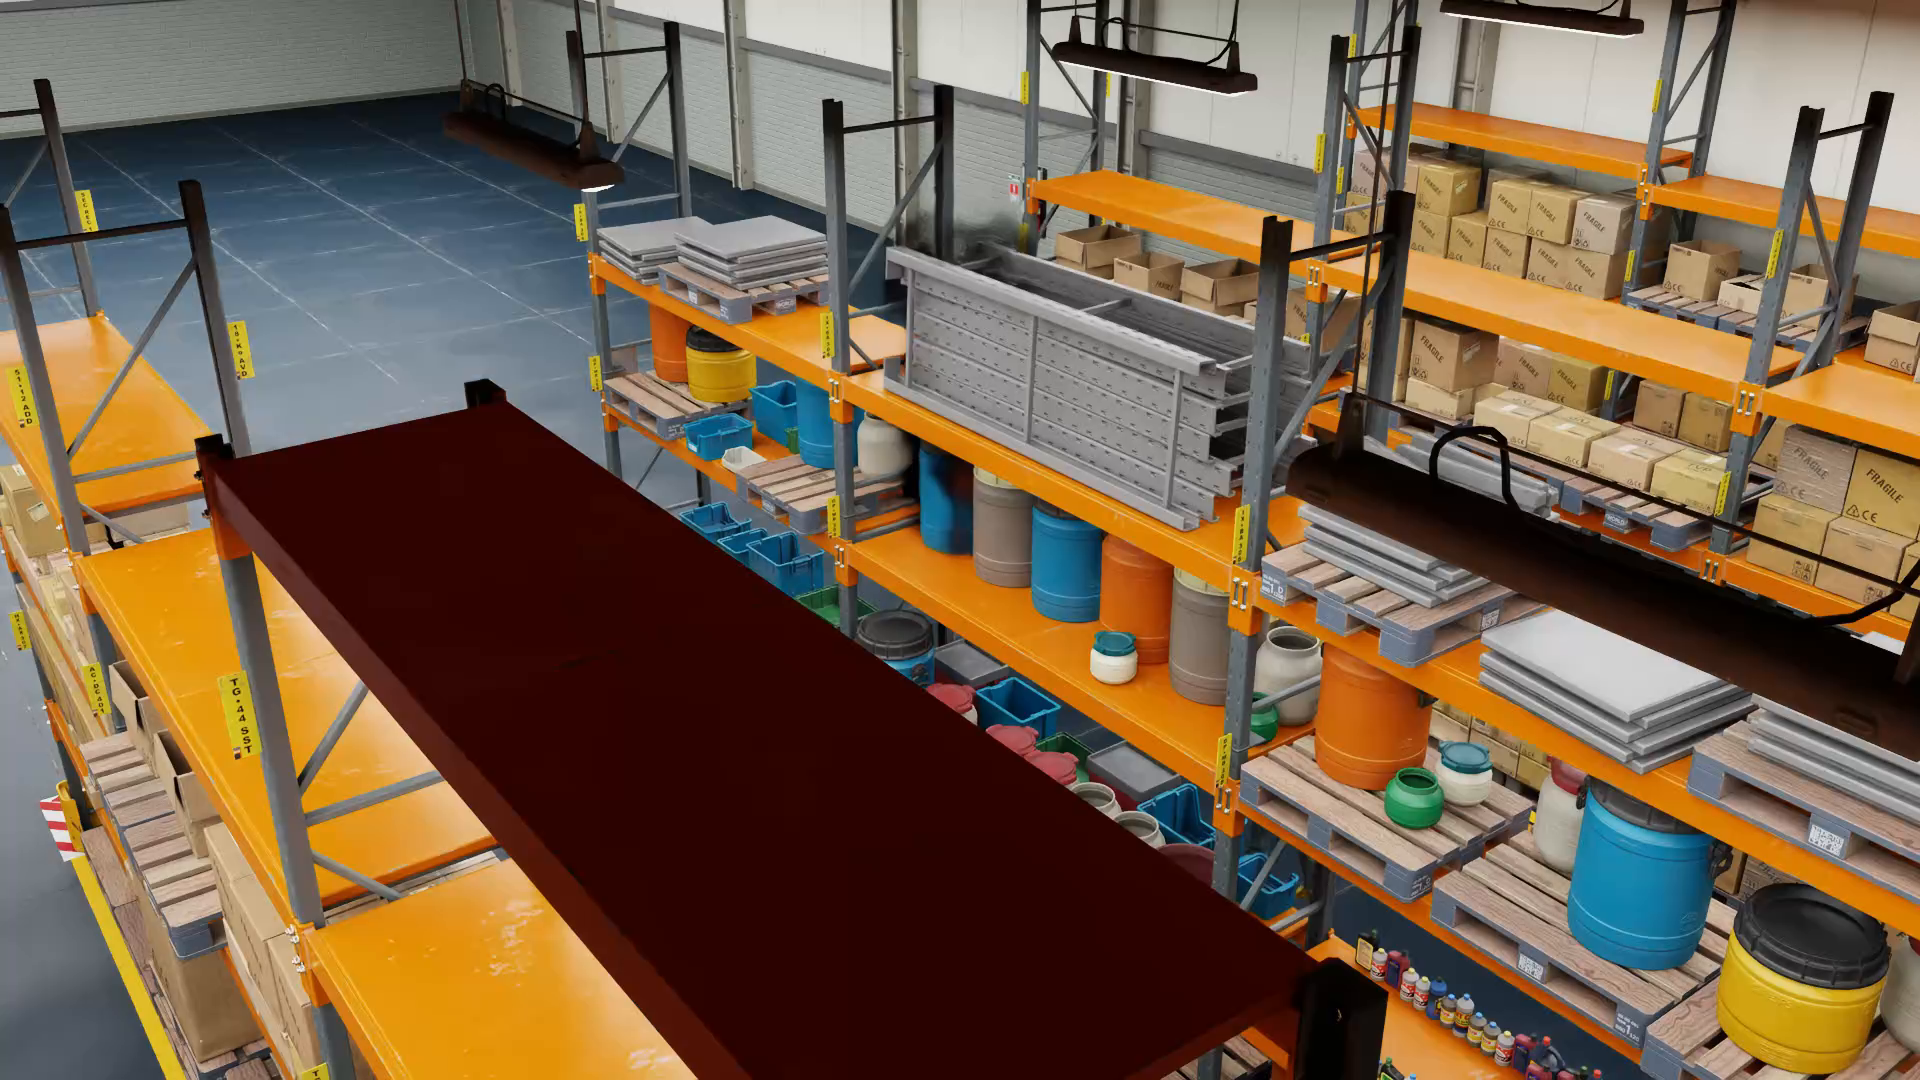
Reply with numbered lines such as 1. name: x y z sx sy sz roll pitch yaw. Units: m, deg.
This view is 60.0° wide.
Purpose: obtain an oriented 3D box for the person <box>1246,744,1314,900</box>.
1. person: 2.384 1.851 12.207 0.703 1.839 0.788 -19 31 -35
